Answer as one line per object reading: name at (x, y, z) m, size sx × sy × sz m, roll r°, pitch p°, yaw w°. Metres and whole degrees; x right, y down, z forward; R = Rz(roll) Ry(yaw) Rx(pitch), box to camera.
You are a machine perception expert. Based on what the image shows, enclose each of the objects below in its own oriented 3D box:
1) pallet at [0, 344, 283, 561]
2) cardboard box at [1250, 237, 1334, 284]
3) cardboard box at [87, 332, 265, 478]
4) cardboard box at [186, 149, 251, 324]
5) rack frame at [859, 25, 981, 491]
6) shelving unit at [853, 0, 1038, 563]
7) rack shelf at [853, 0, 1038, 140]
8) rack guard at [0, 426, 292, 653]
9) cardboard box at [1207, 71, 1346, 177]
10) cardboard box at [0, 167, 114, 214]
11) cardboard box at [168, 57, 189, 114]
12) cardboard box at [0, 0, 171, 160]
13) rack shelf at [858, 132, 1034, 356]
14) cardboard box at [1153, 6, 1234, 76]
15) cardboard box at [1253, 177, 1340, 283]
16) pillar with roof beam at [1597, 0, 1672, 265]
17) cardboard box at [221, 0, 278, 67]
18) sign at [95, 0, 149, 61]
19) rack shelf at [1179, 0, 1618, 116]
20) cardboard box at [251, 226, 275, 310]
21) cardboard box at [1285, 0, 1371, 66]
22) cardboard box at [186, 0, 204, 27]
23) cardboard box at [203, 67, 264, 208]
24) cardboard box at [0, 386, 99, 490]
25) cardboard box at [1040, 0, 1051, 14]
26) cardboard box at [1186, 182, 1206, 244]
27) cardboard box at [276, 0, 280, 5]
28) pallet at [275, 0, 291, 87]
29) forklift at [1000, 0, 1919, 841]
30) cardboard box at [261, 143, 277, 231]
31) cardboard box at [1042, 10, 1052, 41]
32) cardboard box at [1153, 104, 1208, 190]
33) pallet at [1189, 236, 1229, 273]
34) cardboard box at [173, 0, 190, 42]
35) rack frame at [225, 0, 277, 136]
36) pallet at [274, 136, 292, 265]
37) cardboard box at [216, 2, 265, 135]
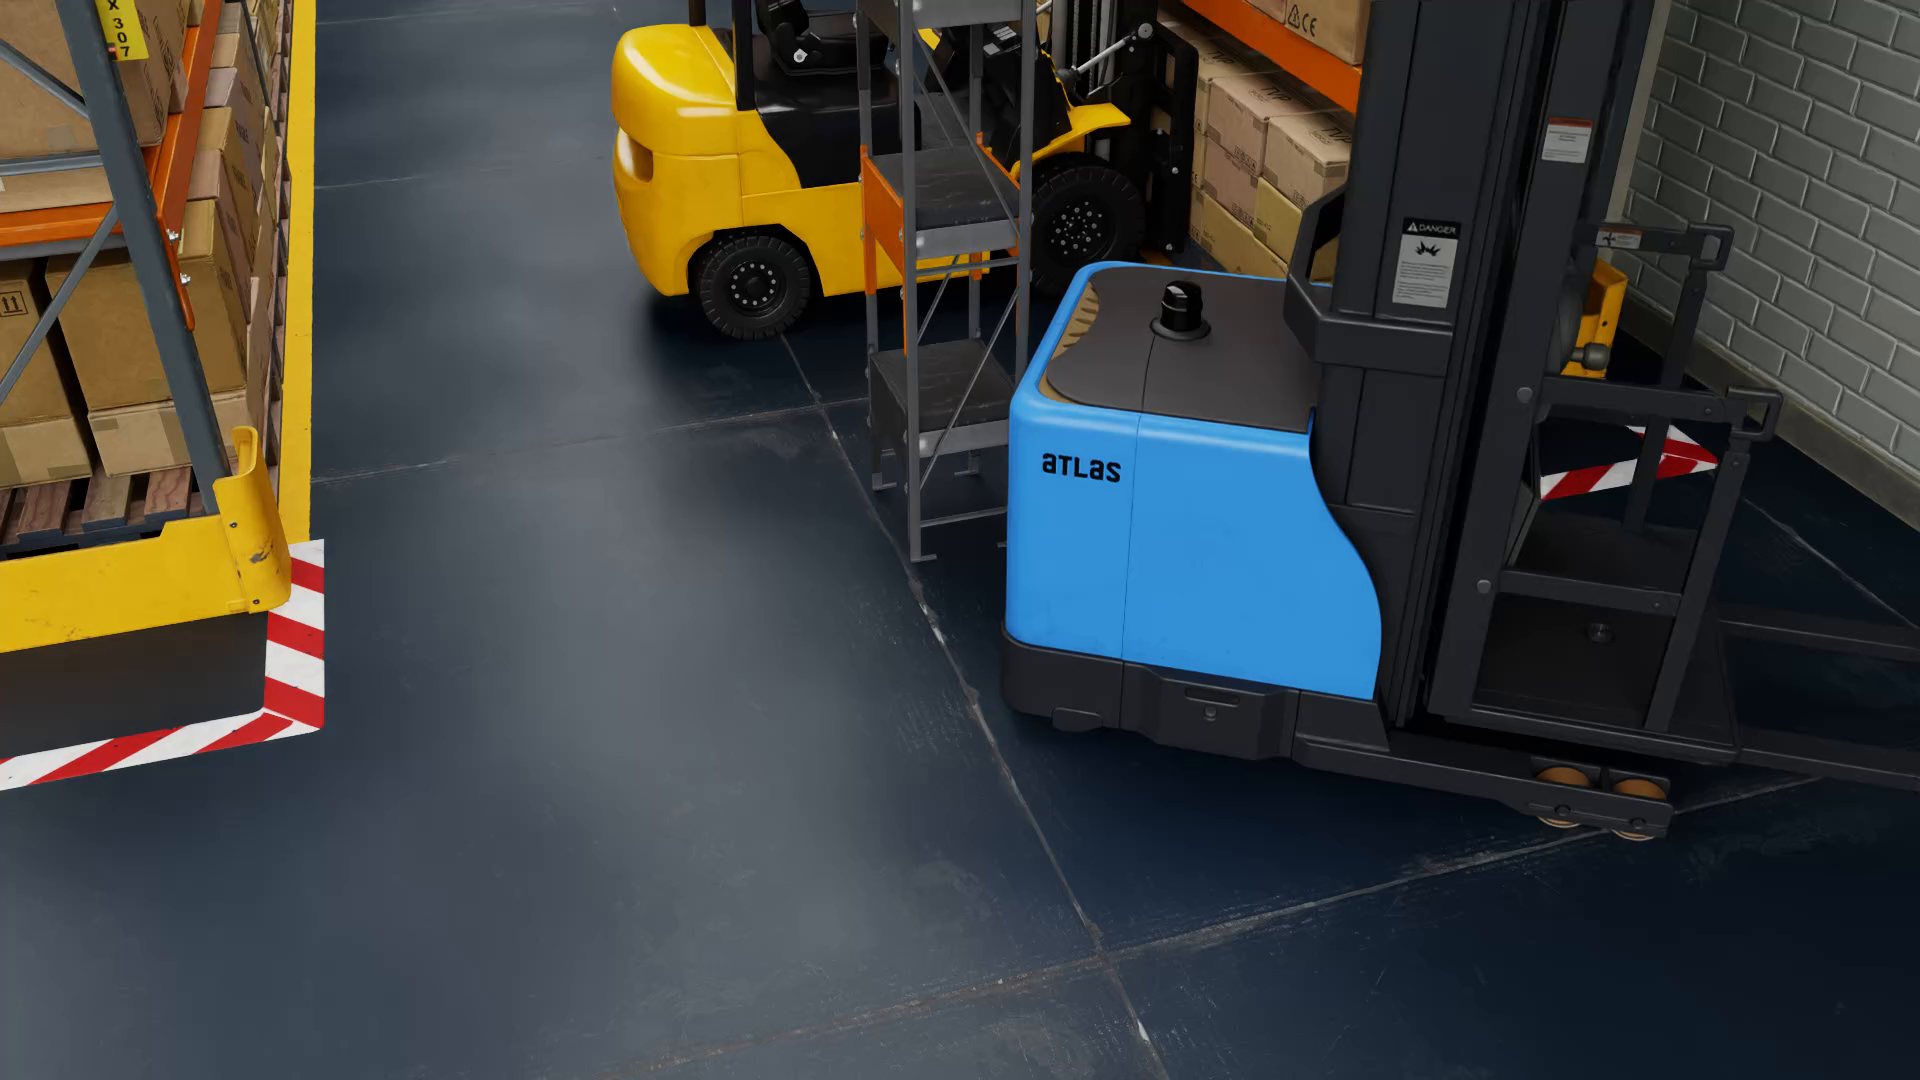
pallet at (-3.008, -0.296, 6.006) m, size 1.003 × 0.211 × 1.213 m, roll -10°, pitch 35°, yaw -15°
cardboard box at (1.511, -1.045, 6.724) m, size 0.500 × 0.250 × 0.500 m, roll -10°, pitch 35°, yaw -14°
cardboard box at (-2.753, -0.485, 5.876) m, size 0.500 × 0.250 × 0.500 m, roll -10°, pitch 35°, yaw -15°
cardboard box at (-2.925, -1.084, 6.102) m, size 0.500 × 0.500 × 0.500 m, roll -11°, pitch 35°, yaw -17°
rack frame at (-0.125, -1.091, 5.497) m, size 0.400 × 2.100 × 0.015 m, roll -10°, pitch 35°, yaw -15°
shelving unit at (-0.050, -0.963, 5.303) m, size 0.431 × 2.100 × 0.503 m, roll -10°, pitch 35°, yaw -15°
rack shelf at (-0.050, -1.536, 4.924) m, size 0.431 × 0.518 × 0.480 m, roll -10°, pitch 35°, yaw -15°
rack guard at (-2.794, 0.016, 5.272) m, size 1.175 × 0.500 × 0.348 m, roll -10°, pitch 35°, yaw -15°
cardboard box at (1.356, -1.725, 6.846) m, size 0.500 × 0.250 × 0.500 m, roll -9°, pitch 35°, yaw -14°
cardboard box at (-2.677, -1.095, 4.914) m, size 0.380 × 0.149 × 0.250 m, roll -10°, pitch 35°, yaw -15°
cardboard box at (-2.805, -1.519, 5.556) m, size 0.380 × 0.149 × 0.250 m, roll -9°, pitch 35°, yaw -14°
cardboard box at (-2.651, -1.448, 4.860) m, size 0.500 × 0.500 × 0.500 m, roll -11°, pitch 35°, yaw -15°
rack shelf at (-0.050, -0.952, 5.310) m, size 0.431 × 0.518 × 0.480 m, roll -10°, pitch 35°, yaw -15°
cardboard box at (1.046, -2.256, 7.649) m, size 0.500 × 0.250 × 0.500 m, roll -11°, pitch 35°, yaw -16°
cardboard box at (1.509, -1.263, 6.600) m, size 0.500 × 0.250 × 0.500 m, roll -10°, pitch 35°, yaw -15°
pillar with roof beam at (-1.499, -4.120, 3.822) m, size 9.100 × 9.000 × 0.400 m, roll -10°, pitch 35°, yaw -15°
cardboard box at (-4.376, -2.818, 9.296) m, size 0.950 × 0.372 × 0.625 m, roll -8°, pitch 34°, yaw -12°
sign at (-2.254, -1.439, 4.422) m, size 0.100 × 0.325 × 0.005 m, roll -10°, pitch 35°, yaw -15°
rack shelf at (1.345, -2.573, 7.576) m, size 1.077 × 0.370 × 4.000 m, roll -10°, pitch 35°, yaw -15°
cardboard box at (-3.080, -1.038, 6.714) m, size 0.500 × 0.250 × 0.500 m, roll -8°, pitch 34°, yaw -12°
cardboard box at (1.555, -2.079, 6.085) m, size 0.500 × 0.500 × 0.500 m, roll -11°, pitch 35°, yaw -16°
cardboard box at (-3.127, -2.063, 6.380) m, size 0.380 × 0.149 × 0.250 m, roll -10°, pitch 35°, yaw -14°
cardboard box at (-3.241, -1.628, 6.926) m, size 0.500 × 0.500 × 0.500 m, roll -8°, pitch 34°, yaw -12°
cardboard box at (-3.281, -0.407, 5.758) m, size 0.500 × 0.250 × 0.500 m, roll -10°, pitch 35°, yaw -15°
cardboard box at (0.730, -2.792, 8.460) m, size 0.500 × 0.250 × 0.500 m, roll -10°, pitch 35°, yaw -15°
cardboard box at (1.224, -1.572, 7.521) m, size 0.500 × 0.250 × 0.500 m, roll -10°, pitch 35°, yaw -14°
cardboard box at (-4.815, -3.582, 10.452) m, size 0.950 × 0.372 × 0.625 m, roll -11°, pitch 35°, yaw -16°
pallet at (-4.606, -2.974, 10.059) m, size 1.003 × 0.211 × 1.213 m, roll -10°, pitch 35°, yaw -15°
forklift at (1.693, -0.733, 4.201) m, size 3.031 × 2.935 × 1.130 m, roll 8°, pitch 34°, yaw 13°
cardboard box at (-3.383, -1.572, 7.521) m, size 0.500 × 0.250 × 0.500 m, roll -11°, pitch 35°, yaw -16°
cardboard box at (0.744, -2.590, 8.609) m, size 0.500 × 0.250 × 0.500 m, roll -10°, pitch 35°, yaw -15°
cardboard box at (1.189, -1.796, 7.406) m, size 0.500 × 0.250 × 0.500 m, roll -11°, pitch 35°, yaw -16°
pallet at (1.682, -1.055, 7.154) m, size 1.003 × 0.211 × 1.213 m, roll -10°, pitch 35°, yaw -15°
cardboard box at (-2.969, -1.987, 5.675) m, size 0.500 × 0.500 × 0.500 m, roll -11°, pitch 35°, yaw -16°
rack frame at (-3.991, -3.087, 7.701) m, size 1.000 × 3.000 × 0.127 m, roll -10°, pitch 35°, yaw -15°
pallet at (-3.752, -1.577, 7.945) m, size 1.003 × 0.211 × 1.213 m, roll -10°, pitch 35°, yaw -15°
cardboard box at (-3.555, -2.162, 7.734) m, size 0.500 × 0.500 × 0.500 m, roll -10°, pitch 35°, yaw -15°
